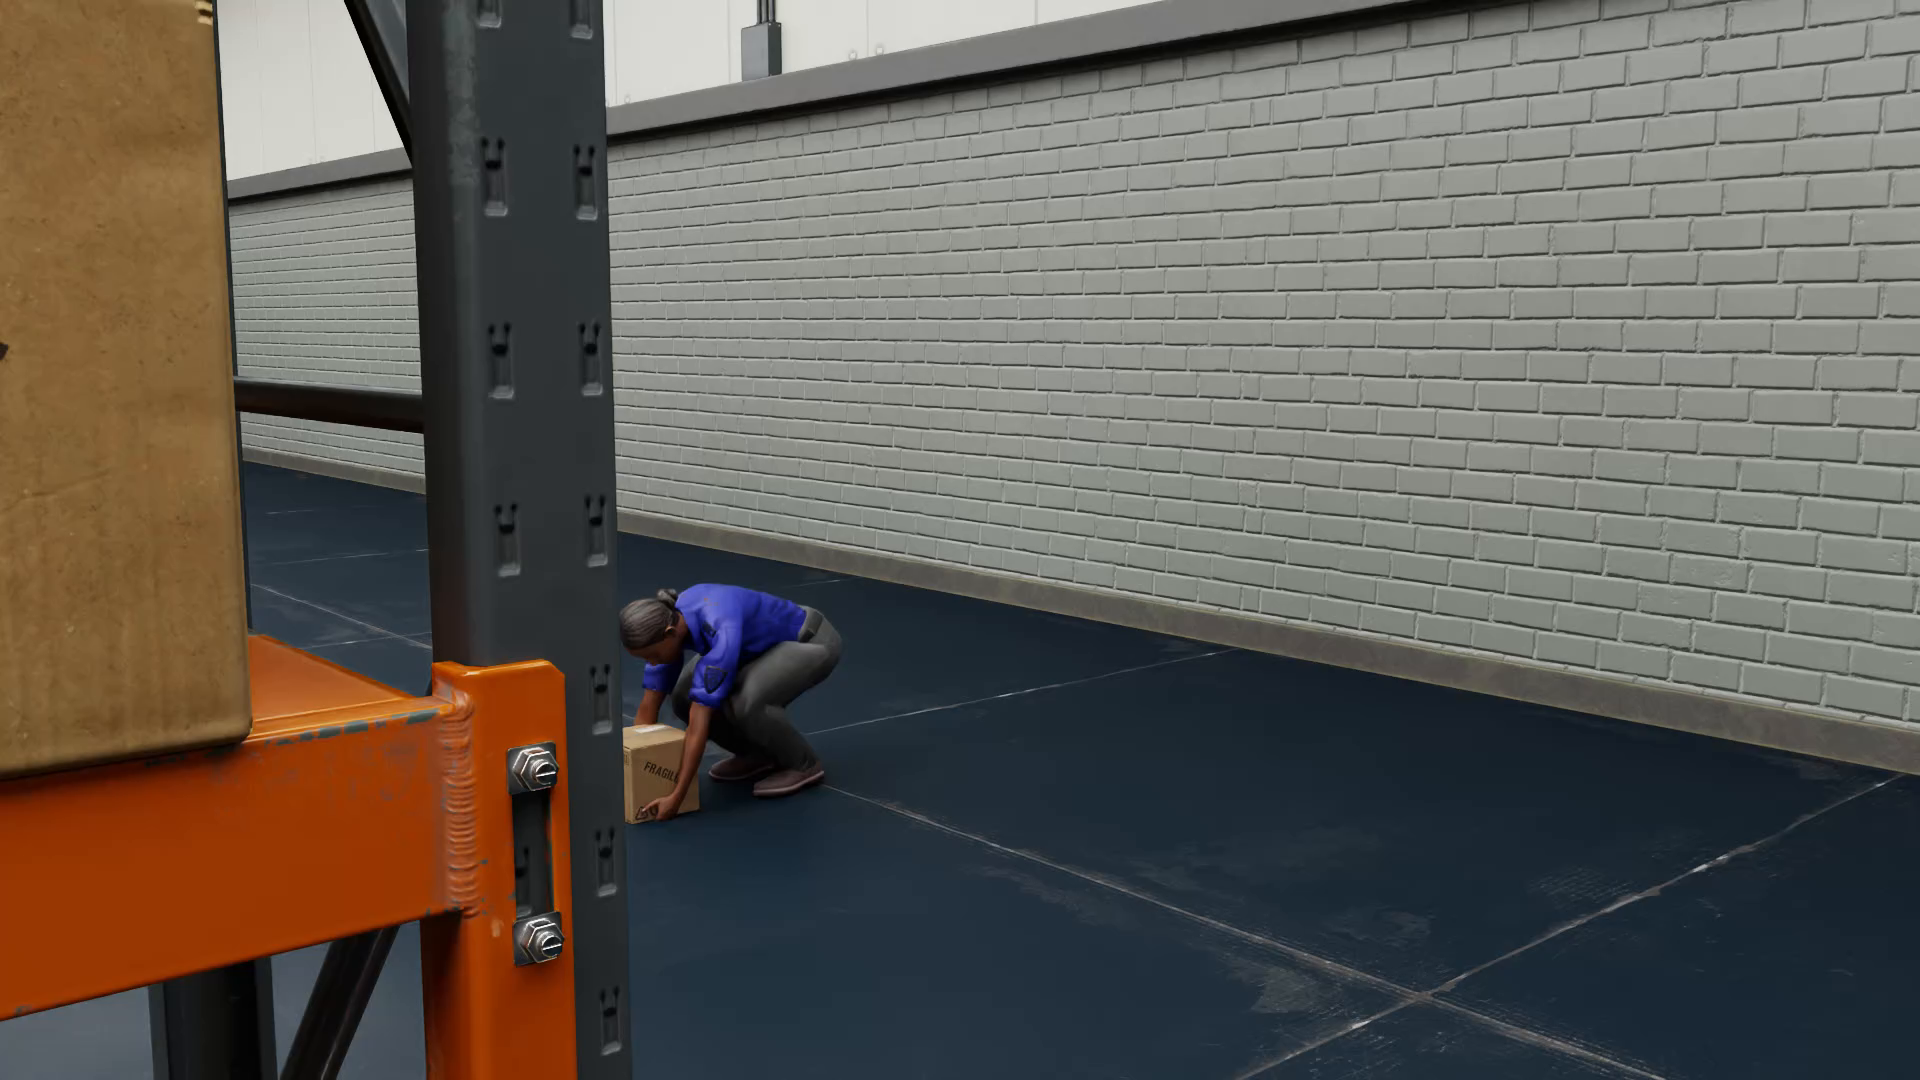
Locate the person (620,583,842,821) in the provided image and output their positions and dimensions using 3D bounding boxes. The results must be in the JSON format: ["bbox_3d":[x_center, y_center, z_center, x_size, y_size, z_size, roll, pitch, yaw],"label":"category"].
[{"bbox_3d":[-0.785,0.501,5.618,0.858,0.746,0.458,-7,10,-42],"label":"person"}]
